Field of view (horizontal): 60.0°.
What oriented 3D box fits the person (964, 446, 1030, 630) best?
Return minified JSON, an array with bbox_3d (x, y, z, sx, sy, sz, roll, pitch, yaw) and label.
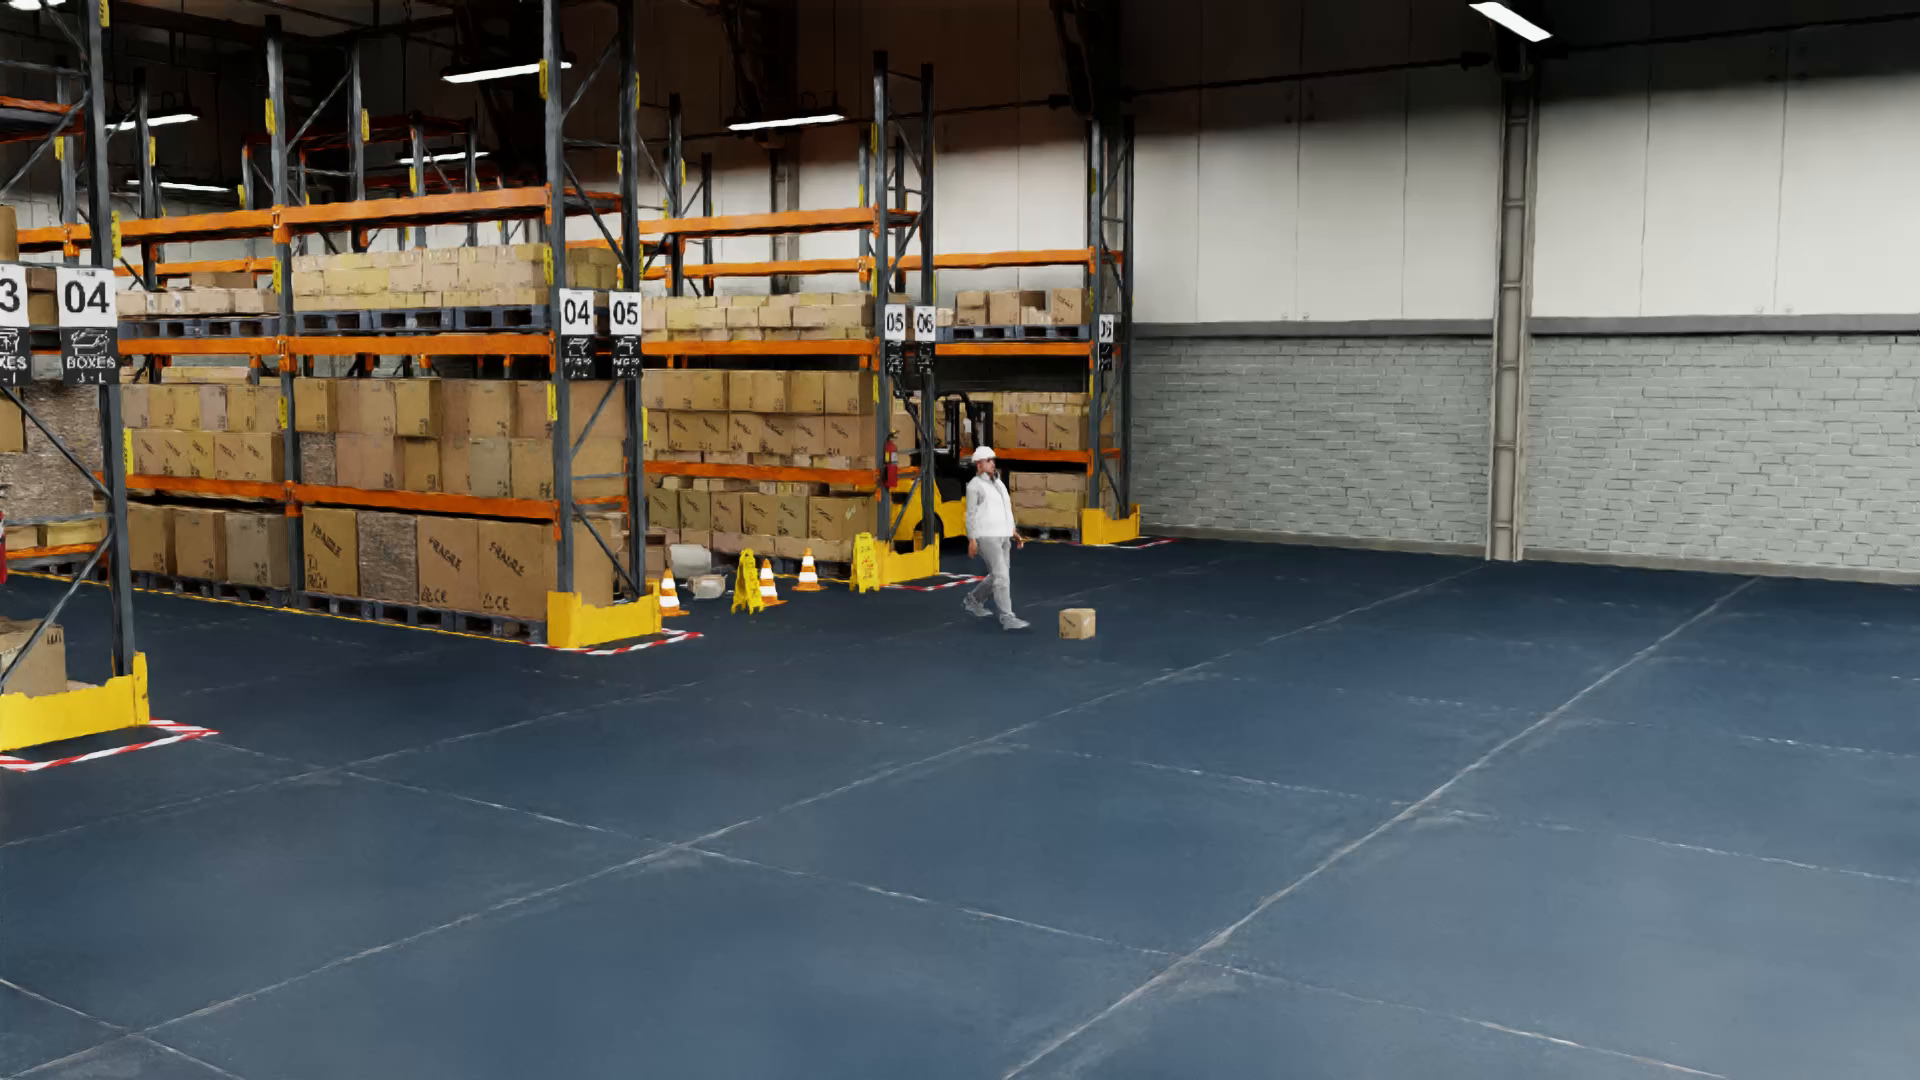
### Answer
[{"bbox_3d":[0.354,-0.033,15.992,0.894,1.744,0.538,4,7,33],"label":"person"}]
